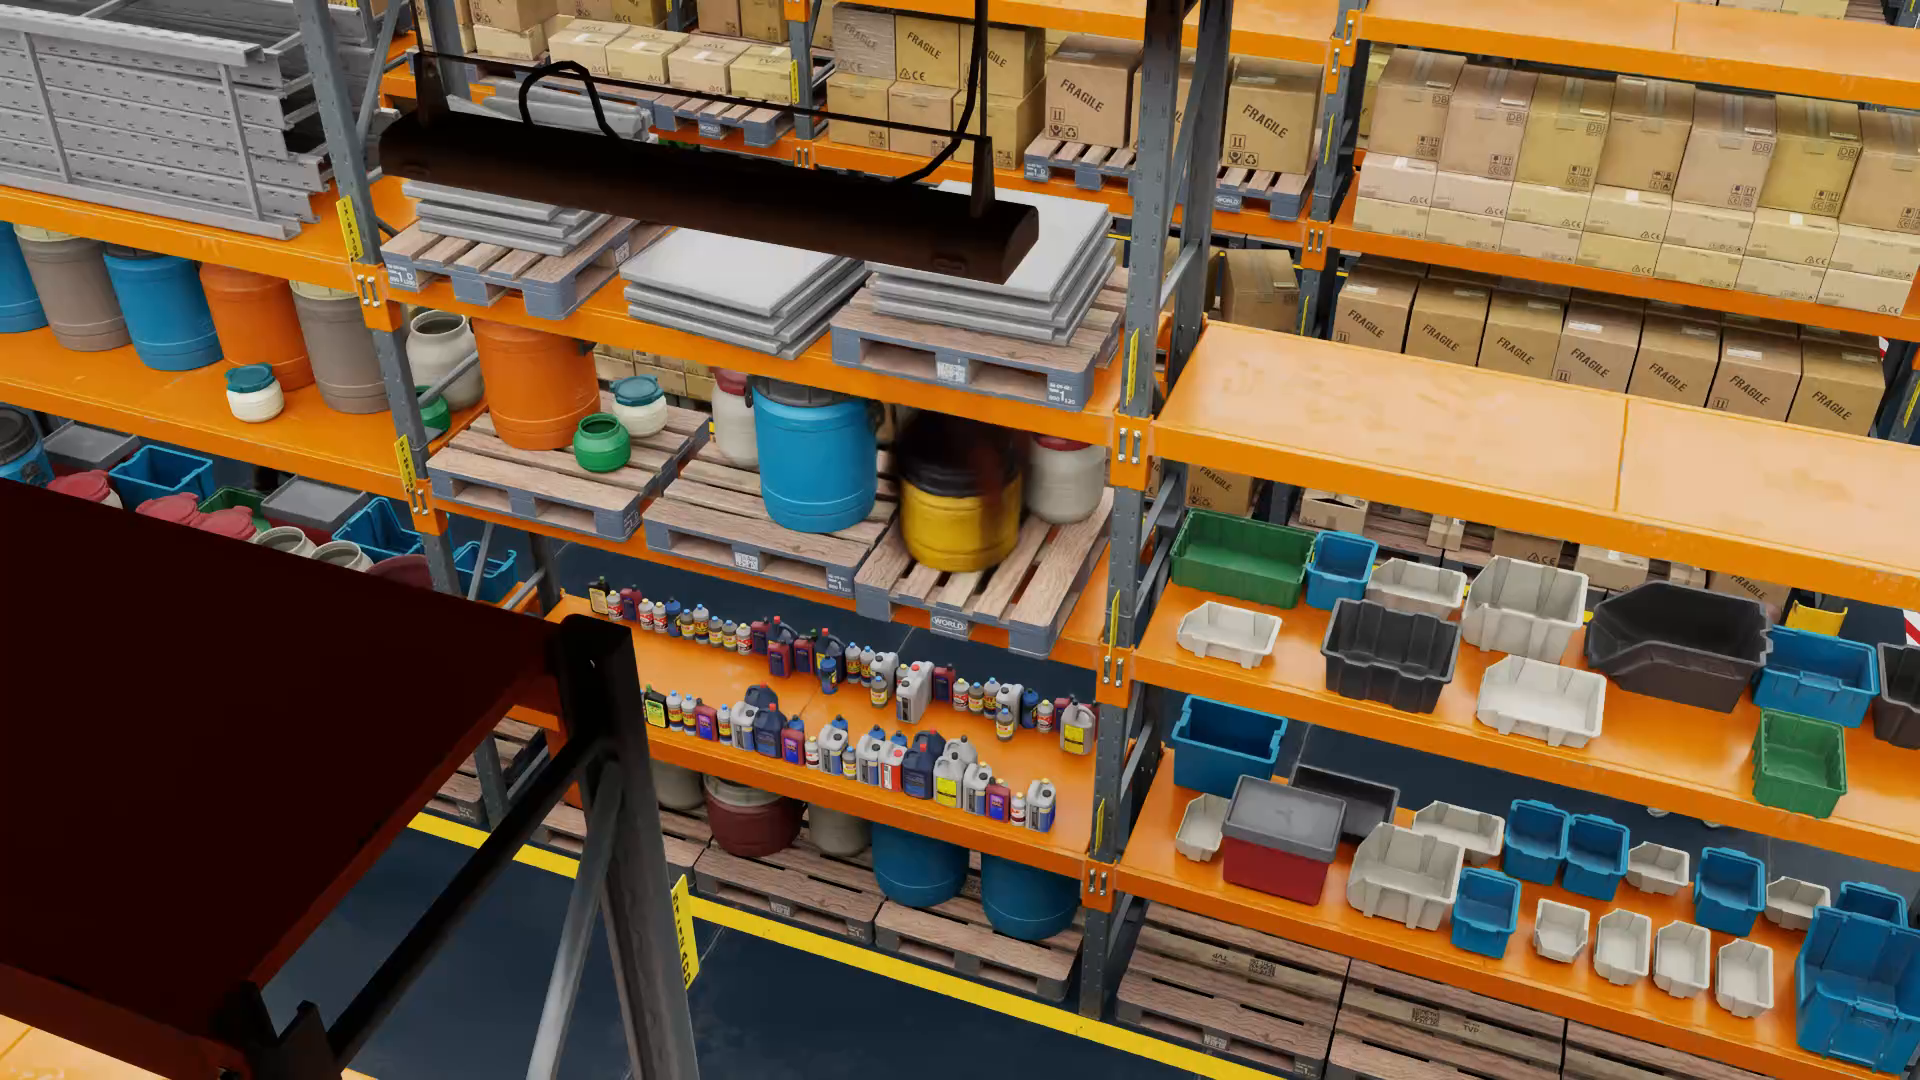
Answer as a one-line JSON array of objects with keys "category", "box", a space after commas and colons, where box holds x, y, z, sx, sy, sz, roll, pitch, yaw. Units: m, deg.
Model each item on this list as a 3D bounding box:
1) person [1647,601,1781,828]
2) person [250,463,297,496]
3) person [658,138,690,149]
[{"category": "person", "box": [4.786, 1.091, 10.499, 0.618, 1.739, 0.422, 26, 44, 31]}, {"category": "person", "box": [-5.619, -1.040, 13.301, 0.734, 1.786, 0.589, 24, 43, 29]}, {"category": "person", "box": [-3.179, -4.452, 17.898, 0.541, 1.781, 0.669, -19, 41, -24]}]
